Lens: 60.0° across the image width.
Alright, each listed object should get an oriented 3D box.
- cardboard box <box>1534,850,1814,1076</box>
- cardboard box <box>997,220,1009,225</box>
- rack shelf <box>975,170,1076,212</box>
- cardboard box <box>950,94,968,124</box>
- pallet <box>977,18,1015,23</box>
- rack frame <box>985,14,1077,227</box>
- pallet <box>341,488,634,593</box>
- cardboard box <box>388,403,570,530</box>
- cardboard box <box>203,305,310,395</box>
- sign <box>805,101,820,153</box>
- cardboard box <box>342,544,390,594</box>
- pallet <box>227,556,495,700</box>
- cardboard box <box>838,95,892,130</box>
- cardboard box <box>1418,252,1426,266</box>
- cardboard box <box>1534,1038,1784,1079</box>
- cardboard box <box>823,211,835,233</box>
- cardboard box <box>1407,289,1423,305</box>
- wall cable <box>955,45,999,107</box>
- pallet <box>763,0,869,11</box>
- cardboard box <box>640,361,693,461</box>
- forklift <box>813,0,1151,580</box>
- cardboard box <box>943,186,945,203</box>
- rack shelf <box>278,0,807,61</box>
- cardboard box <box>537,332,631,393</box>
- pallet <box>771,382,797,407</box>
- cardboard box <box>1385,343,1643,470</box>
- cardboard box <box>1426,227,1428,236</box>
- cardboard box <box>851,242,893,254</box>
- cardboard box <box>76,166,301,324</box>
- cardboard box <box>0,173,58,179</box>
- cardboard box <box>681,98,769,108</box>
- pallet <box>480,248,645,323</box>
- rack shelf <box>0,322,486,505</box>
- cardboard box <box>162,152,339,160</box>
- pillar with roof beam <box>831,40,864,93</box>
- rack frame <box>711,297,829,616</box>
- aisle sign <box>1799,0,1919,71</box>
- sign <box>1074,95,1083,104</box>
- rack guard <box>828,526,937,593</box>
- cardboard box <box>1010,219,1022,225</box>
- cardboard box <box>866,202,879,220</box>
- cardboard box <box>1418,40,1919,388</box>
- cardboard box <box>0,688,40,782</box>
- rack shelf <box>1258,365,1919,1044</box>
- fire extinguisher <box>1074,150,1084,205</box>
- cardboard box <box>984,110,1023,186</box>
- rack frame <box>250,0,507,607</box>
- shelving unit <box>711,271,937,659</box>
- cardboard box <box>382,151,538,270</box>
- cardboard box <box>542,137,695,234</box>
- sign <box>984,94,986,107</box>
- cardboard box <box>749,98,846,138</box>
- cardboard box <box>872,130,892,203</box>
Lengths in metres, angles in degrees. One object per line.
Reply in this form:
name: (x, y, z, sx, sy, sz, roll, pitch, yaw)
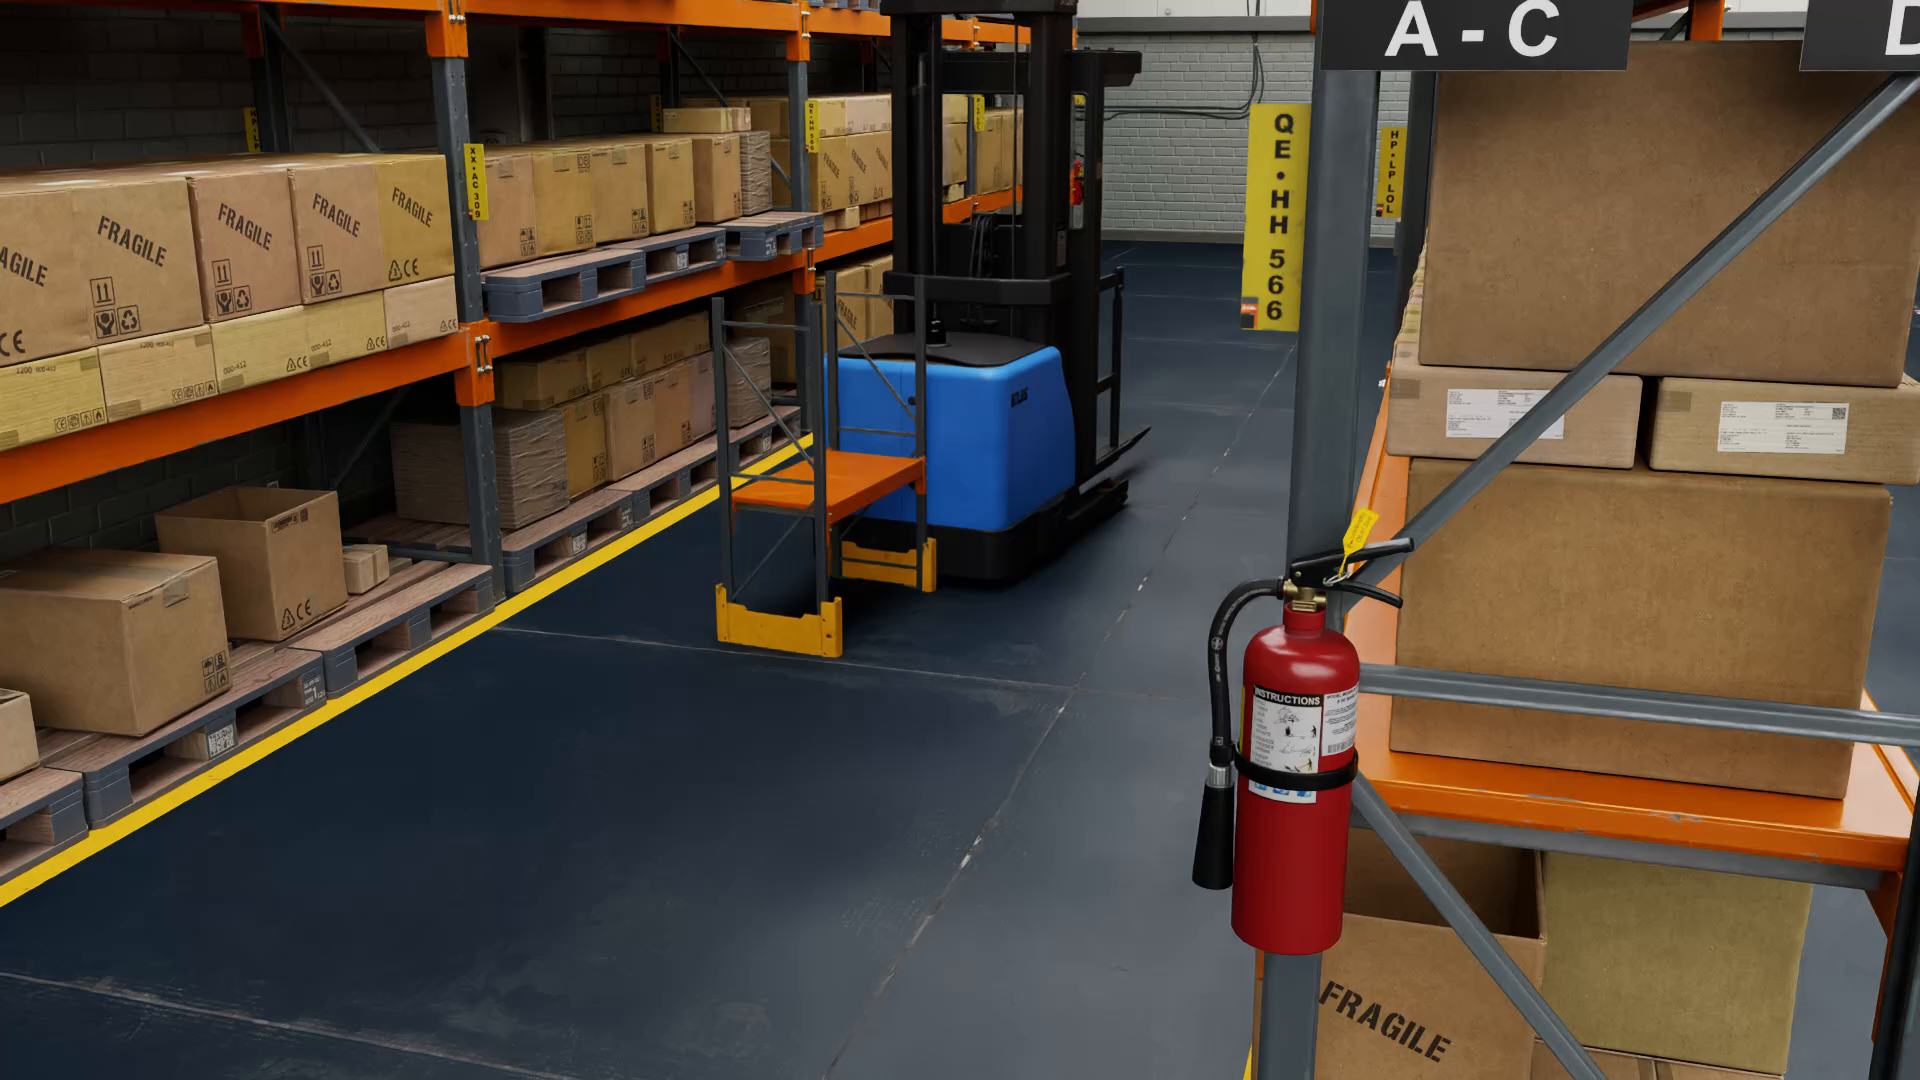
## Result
cardboard box: (1.489, 0.755, 3.567, 0.500, 0.500, 0.500, 5, 16, 16)
cardboard box: (0.305, -3.291, 17.559, 0.380, 0.149, 0.250, 5, 17, 16)
rack shelf: (0.211, -3.451, 16.819, 1.077, 0.370, 4.000, 5, 16, 16)
cardboard box: (-0.245, -3.694, 14.216, 0.500, 0.250, 0.500, 5, 17, 17)
pallet: (0.234, -5.206, 16.352, 1.003, 0.211, 1.213, 5, 16, 16)
rack frame: (0.779, -4.321, 18.565, 1.000, 3.000, 0.127, 5, 16, 16)
pallet: (-2.411, -0.043, 8.596, 1.003, 0.211, 1.213, 5, 16, 16)
cardboard box: (-2.438, -0.384, 8.461, 0.700, 0.500, 0.500, 5, 17, 18)
cardboard box: (-2.753, -0.709, 6.069, 0.500, 0.250, 0.500, 5, 16, 16)
sign: (-0.971, -2.707, 10.899, 0.100, 0.325, 0.005, 5, 16, 16)
cardboard box: (-2.754, 0.113, 7.322, 0.380, 0.166, 0.250, 2, 16, 9)
pallet: (-2.788, 0.339, 7.248, 1.003, 0.211, 1.213, 5, 16, 16)
cardboard box: (-0.689, -3.294, 12.806, 0.500, 0.250, 0.500, 4, 16, 15)
cardboard box: (1.348, -0.632, 4.190, 0.380, 0.149, 0.250, 4, 16, 15)
cardboard box: (1.487, 1.115, 3.670, 0.500, 0.250, 0.500, 5, 16, 16)
cardboard box: (-1.099, -2.250, 11.688, 0.380, 0.149, 0.250, 5, 17, 17)
cardboard box: (1.128, -0.428, 3.468, 0.380, 0.149, 0.250, 5, 17, 17)
wall cable: (0.236, -5.218, 19.866, 0.084, 1.984, 1.851, 5, 16, 16)
pallet: (-1.362, -3.752, 11.411, 1.213, 0.211, 1.003, 5, 17, 18)
cardboard box: (-2.021, -0.786, 9.880, 0.700, 0.500, 0.500, 5, 16, 16)
forklift: (0.311, -1.577, 9.019, 1.130, 2.935, 3.031, 7, 17, 22)
cardboard box: (-0.348, -2.920, 14.052, 0.380, 0.149, 0.250, 5, 17, 18)
rack shelf: (-2.063, -2.801, 9.030, 1.077, 0.370, 4.000, 5, 16, 16)
cardboard box: (-2.172, -0.997, 9.247, 0.500, 0.250, 0.500, 4, 16, 14)
pallet: (-1.198, -1.087, 12.273, 1.003, 0.211, 1.213, 5, 16, 16)
cardboard box: (0.909, -0.226, 2.759, 0.380, 0.149, 0.250, 4, 16, 15)
cardboard box: (1.568, -0.836, 4.906, 0.380, 0.149, 0.250, 4, 16, 14)
cardboard box: (-0.667, -2.029, 13.656, 0.750, 0.750, 0.750, 5, 17, 18)
cardboard box: (-2.759, -1.070, 5.968, 0.500, 0.500, 0.500, 4, 16, 14)
cardboard box: (-3.399, -0.971, 5.620, 0.500, 0.500, 0.500, 5, 17, 17)
cardboard box: (-1.614, -2.928, 11.516, 0.500, 0.250, 0.500, 5, 17, 17)
pallet: (-2.274, -1.278, 8.188, 1.003, 0.211, 1.213, 5, 16, 16)
rack shelf: (-3.199, -0.312, 5.750, 1.077, 0.370, 4.000, 5, 16, 16)
cardboard box: (-2.965, -1.373, 7.036, 0.500, 0.500, 0.500, 4, 16, 15)
pillar with roof beam: (3.140, -6.077, 13.762, 9.100, 9.000, 0.400, 5, 16, 16)
rack frame: (-0.789, -0.253, 6.972, 0.500, 1.500, 0.032, 7, 17, 22)
aisle sign: (1.258, -0.961, 1.957, 0.394, 0.787, 0.004, 5, 16, 16)
sign: (1.296, -4.946, 18.214, 0.100, 0.325, 0.005, 5, 16, 16)
rack guard: (-0.392, 0.093, 8.042, 0.587, 0.250, 0.087, 7, 17, 22)
cardboard box: (0.743, -3.327, 17.683, 0.380, 0.149, 0.250, 5, 17, 17)
cardboard box: (-0.840, -2.523, 12.653, 0.380, 0.149, 0.250, 5, 17, 17)
cardboard box: (1.143, -0.559, 2.742, 0.700, 0.500, 0.500, 5, 16, 16)
cardboard box: (-3.323, 0.624, 5.253, 0.500, 0.311, 0.500, 6, 17, 20)
rack shelf: (1.551, 0.071, 4.399, 1.077, 0.370, 4.000, 5, 16, 16)
fire extinguisher: (1.265, -4.108, 18.640, 0.296, 0.674, 0.183, 5, 16, 16)
cardboard box: (0.222, -3.941, 16.676, 0.980, 0.700, 0.700, 4, 16, 13)
rack frame: (-2.631, -1.181, 7.497, 1.000, 3.000, 0.127, 5, 16, 16)
shelving unit: (-0.587, -0.383, 7.430, 0.587, 1.500, 1.083, 7, 17, 22)
cardboard box: (-2.454, -1.571, 7.883, 0.700, 0.500, 0.500, 5, 16, 16)
cardboard box: (-1.951, -2.036, 9.521, 0.700, 0.500, 0.500, 5, 16, 16)
sign: (0.249, -4.820, 18.594, 0.100, 0.325, 0.005, 5, 16, 16)
cardboard box: (-1.110, -2.896, 11.402, 0.500, 0.250, 0.500, 5, 17, 17)
cardboard box: (-0.811, -2.802, 12.445, 0.500, 0.500, 0.500, 5, 16, 16)
